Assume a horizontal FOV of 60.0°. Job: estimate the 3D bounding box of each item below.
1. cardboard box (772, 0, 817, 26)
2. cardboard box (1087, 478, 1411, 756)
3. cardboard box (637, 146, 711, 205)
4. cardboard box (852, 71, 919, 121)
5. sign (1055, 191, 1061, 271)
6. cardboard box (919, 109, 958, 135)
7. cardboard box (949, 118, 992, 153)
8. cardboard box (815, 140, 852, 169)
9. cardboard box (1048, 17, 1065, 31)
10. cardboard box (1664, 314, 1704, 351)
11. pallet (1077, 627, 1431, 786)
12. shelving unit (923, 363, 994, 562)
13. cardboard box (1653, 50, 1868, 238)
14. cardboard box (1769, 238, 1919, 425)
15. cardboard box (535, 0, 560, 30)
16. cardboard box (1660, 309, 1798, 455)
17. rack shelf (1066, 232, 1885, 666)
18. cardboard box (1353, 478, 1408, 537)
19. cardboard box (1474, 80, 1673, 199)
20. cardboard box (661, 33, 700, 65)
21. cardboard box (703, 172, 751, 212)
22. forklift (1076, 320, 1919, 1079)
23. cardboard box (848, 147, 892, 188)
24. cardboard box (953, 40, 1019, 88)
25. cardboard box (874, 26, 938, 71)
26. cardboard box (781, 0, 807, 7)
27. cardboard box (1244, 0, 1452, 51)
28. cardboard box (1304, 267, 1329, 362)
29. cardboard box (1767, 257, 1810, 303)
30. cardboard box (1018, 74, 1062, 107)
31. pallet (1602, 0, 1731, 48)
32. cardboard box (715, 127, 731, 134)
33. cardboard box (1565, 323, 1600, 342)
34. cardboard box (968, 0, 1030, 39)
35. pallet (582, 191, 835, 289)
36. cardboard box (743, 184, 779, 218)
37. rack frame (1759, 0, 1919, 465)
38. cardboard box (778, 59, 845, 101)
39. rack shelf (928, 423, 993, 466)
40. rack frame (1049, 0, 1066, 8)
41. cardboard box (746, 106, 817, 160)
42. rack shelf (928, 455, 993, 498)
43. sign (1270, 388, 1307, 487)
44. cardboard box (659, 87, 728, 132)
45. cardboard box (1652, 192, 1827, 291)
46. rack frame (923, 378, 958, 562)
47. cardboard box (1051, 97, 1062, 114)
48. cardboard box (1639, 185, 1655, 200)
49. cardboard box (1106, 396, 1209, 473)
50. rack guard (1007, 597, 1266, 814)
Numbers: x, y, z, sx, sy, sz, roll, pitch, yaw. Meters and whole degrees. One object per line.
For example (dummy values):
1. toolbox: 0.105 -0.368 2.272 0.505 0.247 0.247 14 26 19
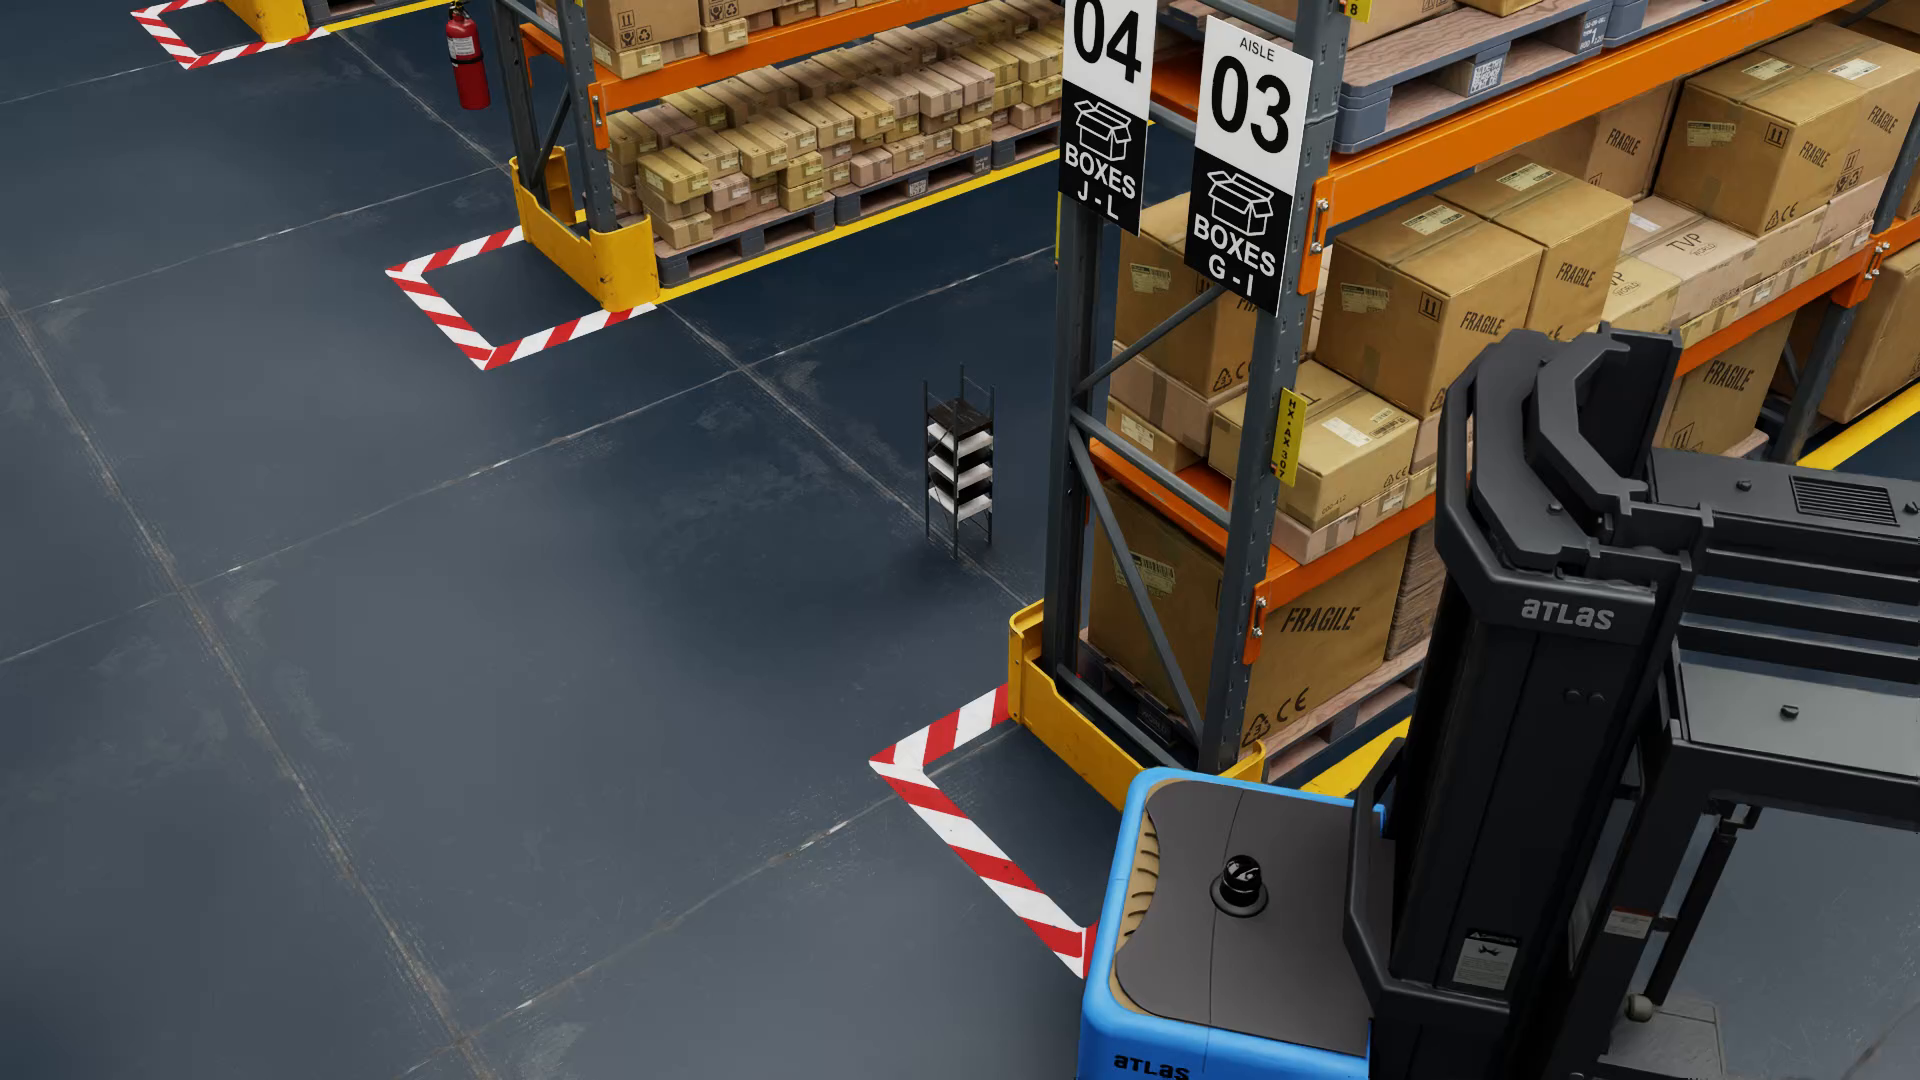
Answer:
1. cardboard box: -1.026 -3.087 9.479 0.250 0.149 0.380 -26 46 -28
2. cardboard box: 1.143 0.139 6.693 0.875 0.875 0.875 -26 46 -28
3. cardboard box: -1.635 -2.087 9.511 0.250 0.149 0.380 -28 47 -30
4. cardboard box: -0.463 -2.751 10.320 0.250 0.149 0.380 -26 46 -28
5. sign: 0.365 -1.050 5.698 0.005 0.325 0.100 -26 46 -28
6. cardboard box: -0.224 -2.732 10.531 0.250 0.149 0.380 -28 47 -30
7. cardboard box: -0.010 -2.649 10.664 0.250 0.149 0.380 -26 46 -28
8. cardboard box: -0.872 -2.426 10.157 0.250 0.149 0.380 -28 47 -30
9. cardboard box: 0.791 -3.333 11.029 0.250 0.149 0.380 -25 45 -27
10. cardboard box: 2.795 -0.902 6.815 0.250 0.149 0.380 -27 46 -29
11. pallet: 1.271 0.498 7.111 1.213 0.211 1.003 -26 46 -28
12. shelving unit: -0.006 -0.345 7.594 0.210 0.900 0.258 -26 46 -28
13. cardboard box: 3.255 -1.621 6.787 0.500 0.500 0.500 -26 46 -28
14. cardboard box: 4.352 -1.376 8.540 0.875 0.875 1.225 -26 46 -28
15. cardboard box: -2.171 -2.937 9.296 0.250 0.149 0.380 -26 46 -28
16. cardboard box: 3.284 -0.904 7.965 0.875 0.875 0.875 -26 46 -28
17. rack shelf: 2.271 -0.727 6.972 4.000 0.370 1.077 -26 46 -28
18. cardboard box: 1.370 -0.206 5.968 0.250 0.149 0.380 -27 46 -29
19. cardboard box: 2.516 -1.679 6.857 0.500 0.500 0.500 -27 47 -29
20. cardboard box: -1.624 -2.748 9.066 0.250 0.149 0.380 -24 45 -27
21. cardboard box: -1.434 -2.092 9.750 0.250 0.149 0.380 -26 46 -28
22. forklift: 1.903 0.926 4.443 3.031 2.935 1.130 9 40 10
23. cardboard box: -0.632 -2.352 10.302 0.250 0.149 0.380 -28 47 -30
24. cardboard box: 0.166 -3.054 10.688 0.250 0.149 0.380 -24 45 -27
25. cardboard box: -0.355 -3.204 10.872 0.250 0.149 0.380 -25 46 -27
26. cardboard box: -0.928 -3.356 9.297 0.500 0.500 0.500 -25 46 -28
27. cardboard box: 1.064 -1.859 4.931 0.500 0.500 0.700 -29 47 -31
28. cardboard box: 1.310 -0.806 6.384 0.500 0.250 0.500 -27 46 -29
29. cardboard box: 3.407 -1.200 7.179 0.250 0.149 0.380 -27 46 -29
30. cardboard box: 0.449 -2.982 10.835 0.250 0.149 0.380 -28 47 -29
31. pallet: 2.235 -2.124 5.812 1.213 0.211 1.003 -26 46 -28
32. cardboard box: -1.602 -2.490 10.236 0.250 0.149 0.380 -28 47 -30
33. cardboard box: 2.039 -0.736 6.299 0.500 0.250 0.500 -28 47 -29
34. cardboard box: 0.260 -3.496 11.228 0.250 0.149 0.380 -24 45 -26
35. pallet: -1.532 -2.013 10.171 1.213 0.211 1.003 -26 46 -28
36. cardboard box: -1.297 -2.109 10.006 0.250 0.149 0.380 -25 46 -28
37. rack frame: 3.856 -1.778 7.686 0.127 3.000 1.000 -26 46 -28
38. cardboard box: -0.930 -2.866 10.460 0.250 0.149 0.380 -28 47 -29
39. rack shelf: -0.006 -0.458 7.501 0.200 0.077 0.258 -26 46 -28
40. rack frame: 0.914 -4.311 10.774 0.127 3.000 1.000 -26 46 -28
41. cardboard box: -1.066 -2.425 9.922 0.250 0.149 0.380 -28 47 -30
42. rack shelf: -0.006 -0.319 7.615 0.200 0.077 0.258 -26 46 -28
43. sign: 1.018 -0.316 5.159 0.005 0.325 0.100 -26 46 -28
44. cardboard box: -1.630 -2.620 10.160 0.250 0.149 0.380 -27 46 -29
45. cardboard box: 3.257 -1.331 7.025 0.500 0.250 0.500 -25 45 -27
46. rack frame: -0.087 -0.305 7.546 0.006 0.900 0.240 -26 46 -28
47. cardboard box: 0.554 -2.990 11.080 0.250 0.149 0.380 -25 45 -27
48. cardboard box: 2.927 -1.596 7.347 0.500 0.250 0.500 -26 46 -28
49. cardboard box: 0.766 -0.438 6.251 0.250 0.149 0.380 -25 46 -27
50. rack guard: 0.666 0.744 6.583 0.348 0.500 1.175 -26 46 -28
